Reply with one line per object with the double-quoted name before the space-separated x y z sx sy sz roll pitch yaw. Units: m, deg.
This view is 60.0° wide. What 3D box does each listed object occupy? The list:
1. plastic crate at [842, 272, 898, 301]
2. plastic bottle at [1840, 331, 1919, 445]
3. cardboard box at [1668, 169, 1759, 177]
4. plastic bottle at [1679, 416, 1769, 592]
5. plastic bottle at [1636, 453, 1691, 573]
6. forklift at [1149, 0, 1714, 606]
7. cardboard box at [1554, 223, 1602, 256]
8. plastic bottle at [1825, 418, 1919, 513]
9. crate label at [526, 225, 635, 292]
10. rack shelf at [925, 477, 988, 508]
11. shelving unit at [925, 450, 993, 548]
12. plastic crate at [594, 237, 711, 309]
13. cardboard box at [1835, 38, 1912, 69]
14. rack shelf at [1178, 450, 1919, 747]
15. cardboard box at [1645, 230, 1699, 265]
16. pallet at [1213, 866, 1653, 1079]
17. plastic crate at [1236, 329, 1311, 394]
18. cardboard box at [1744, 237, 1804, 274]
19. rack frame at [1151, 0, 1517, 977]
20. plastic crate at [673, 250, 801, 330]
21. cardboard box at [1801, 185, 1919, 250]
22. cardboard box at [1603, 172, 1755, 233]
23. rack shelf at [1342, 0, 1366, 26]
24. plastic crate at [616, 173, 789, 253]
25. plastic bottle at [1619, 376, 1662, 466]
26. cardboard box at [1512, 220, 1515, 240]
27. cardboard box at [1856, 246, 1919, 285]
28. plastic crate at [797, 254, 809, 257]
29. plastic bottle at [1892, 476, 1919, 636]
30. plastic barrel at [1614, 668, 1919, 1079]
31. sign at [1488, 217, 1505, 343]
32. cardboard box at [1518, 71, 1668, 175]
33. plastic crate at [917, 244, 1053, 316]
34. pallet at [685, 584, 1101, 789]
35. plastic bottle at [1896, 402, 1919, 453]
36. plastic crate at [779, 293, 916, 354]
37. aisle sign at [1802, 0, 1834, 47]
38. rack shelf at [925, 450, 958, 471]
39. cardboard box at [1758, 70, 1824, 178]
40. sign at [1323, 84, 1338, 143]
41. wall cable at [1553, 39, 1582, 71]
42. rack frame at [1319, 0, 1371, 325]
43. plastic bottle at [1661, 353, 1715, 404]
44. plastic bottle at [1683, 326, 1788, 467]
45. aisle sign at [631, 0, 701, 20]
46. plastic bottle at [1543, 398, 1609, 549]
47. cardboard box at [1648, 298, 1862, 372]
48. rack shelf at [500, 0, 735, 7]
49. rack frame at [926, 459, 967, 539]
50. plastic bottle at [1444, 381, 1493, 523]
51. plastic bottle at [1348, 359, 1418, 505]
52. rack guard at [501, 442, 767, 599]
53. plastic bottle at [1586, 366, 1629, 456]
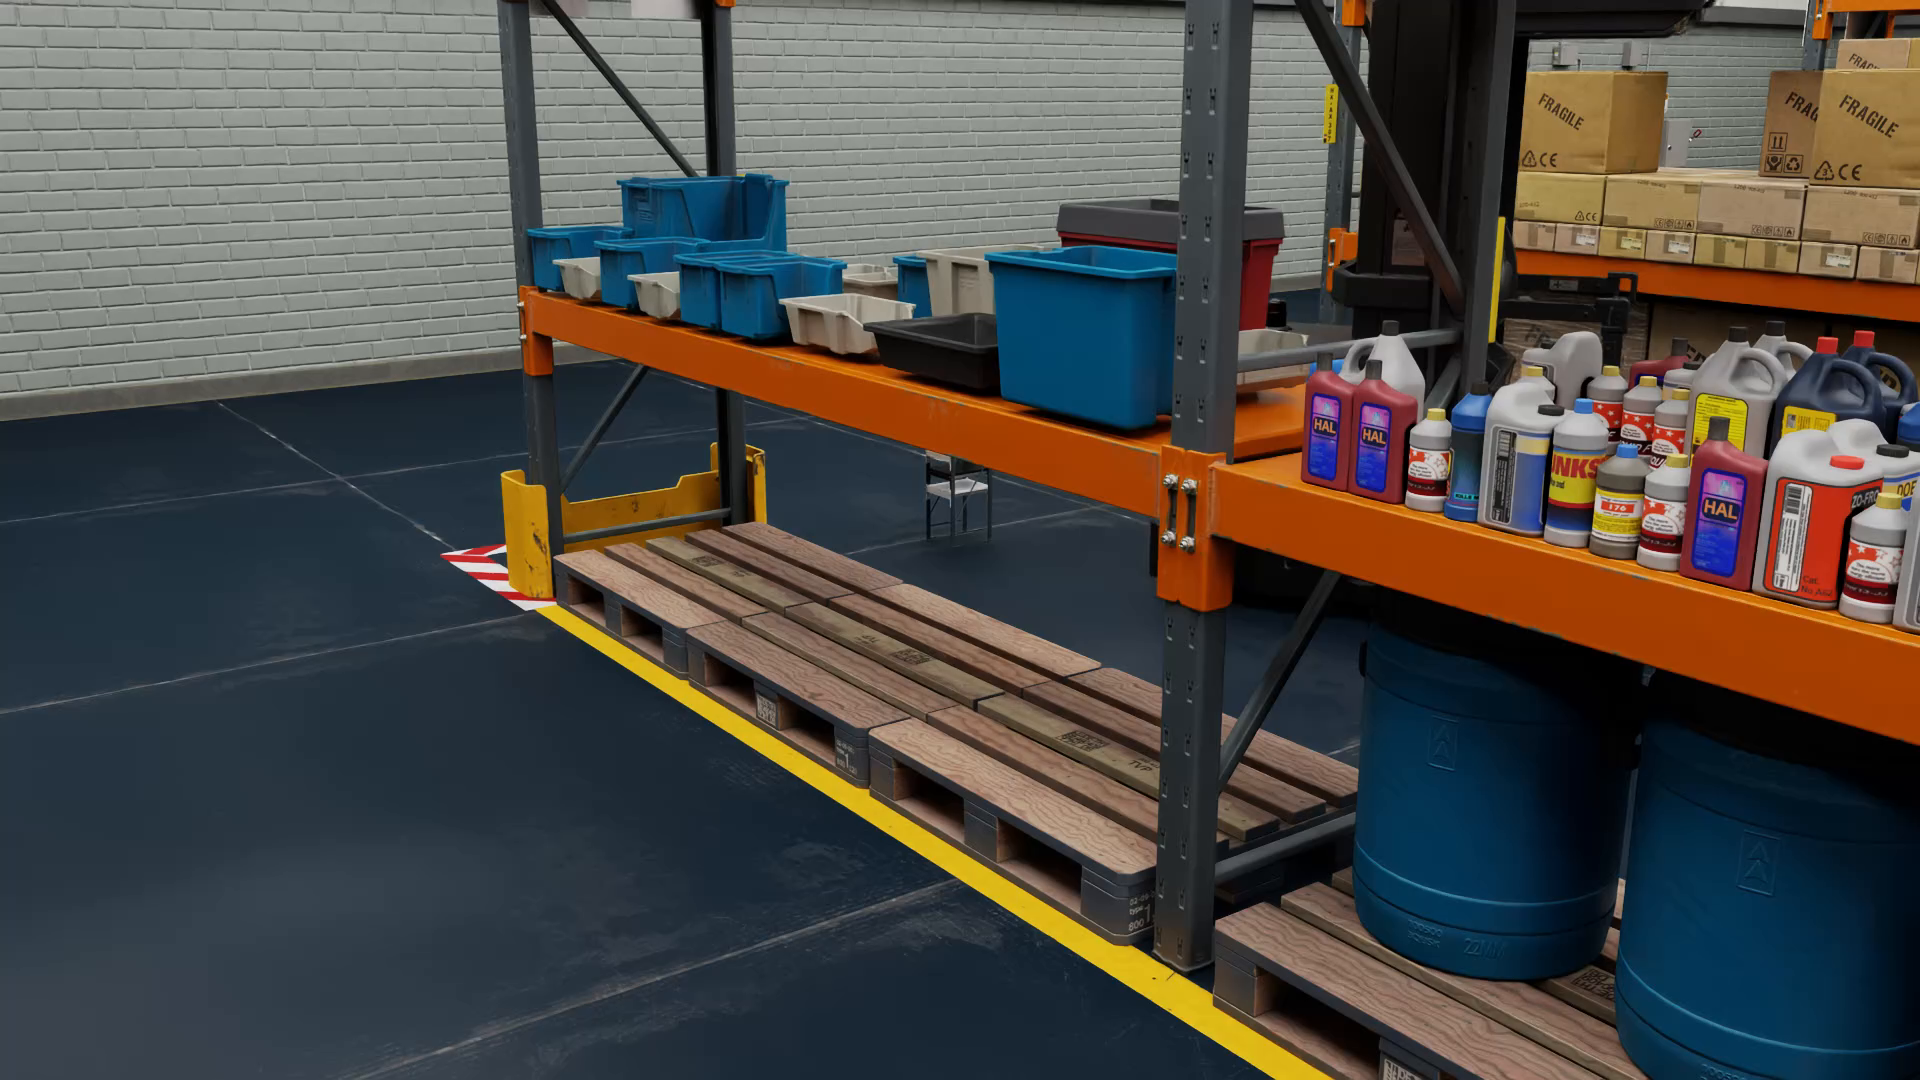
"plastic crate" -0.268 -0.884 6.011 0.298 0.136 0.250 -11 19 -35
"plastic bottle" 1.841 -0.246 3.386 0.144 0.351 0.185 -11 19 -35
"cardboard box" 3.988 -1.759 8.541 0.500 0.250 0.500 -11 19 -34
"plastic bottle" 1.320 -0.064 2.850 0.061 0.283 0.133 -11 19 -35
"plastic bottle" 1.267 -0.052 2.961 0.097 0.201 0.097 0 15 0
"forklift" 2.392 -1.152 6.733 3.031 2.935 1.130 6 17 22
"cardboard box" 3.281 -1.555 8.552 0.380 0.149 0.250 -11 19 -35
"plastic bottle" 1.558 -0.063 2.858 0.152 0.276 0.135 -11 19 -35
"crate label" -1.546 -1.153 6.811 0.416 0.233 0.303 -11 19 -35
"rack shelf" -0.005 -0.230 8.020 0.258 0.077 0.200 -11 19 -35
"shelving unit" -0.005 -0.436 7.964 0.258 0.900 0.210 -11 19 -35
"plastic crate" -1.159 -1.013 6.297 0.416 0.233 0.300 -11 19 -35
"cardboard box" 6.702 -3.363 12.034 0.500 0.500 0.500 -11 19 -35
"rack shelf" 2.103 0.319 2.590 1.077 0.370 4.000 -11 19 -35
"cardboard box" 3.584 -1.445 8.151 0.380 0.149 0.250 -10 18 -34
"pallet" 1.347 1.062 3.798 1.003 0.211 1.213 -11 19 -35
"plastic crate" 0.769 -0.478 4.526 0.396 0.136 0.243 -11 19 -35
"cardboard box" 3.884 -1.336 7.752 0.380 0.149 0.250 -10 18 -34
"rack frame" 0.927 -0.455 4.055 1.000 3.000 0.127 -11 19 -35
"plastic crate" -0.772 -0.872 5.784 0.416 0.233 0.300 -11 19 -35
"cardboard box" 4.155 -1.458 7.443 0.500 0.250 0.500 -10 18 -33
"cardboard box" 3.560 -1.676 8.238 0.500 0.250 0.500 -11 19 -36
"rack shelf" 3.757 -2.750 8.124 1.077 0.370 4.000 -11 19 -35
"plastic crate" -1.077 -1.312 7.008 0.616 0.435 0.499 -11 19 -35
"plastic bottle" 1.540 -0.266 3.744 0.097 0.201 0.097 0 15 0
"cardboard box" 2.980 -1.665 8.952 0.380 0.149 0.250 -11 19 -35
"cardboard box" 4.187 -1.226 7.351 0.380 0.149 0.250 -11 19 -35
"plastic crate" -0.799 -1.065 6.669 0.396 0.136 0.243 -11 19 -35
"plastic bottle" 1.572 0.010 2.591 0.152 0.276 0.135 -11 19 -35
"plastic barrel" 1.649 0.625 3.290 0.600 0.901 0.708 -11 19 -35
"sign" 1.373 -0.673 4.329 0.100 0.325 0.005 -11 19 -35
"cardboard box" 3.249 -2.150 8.548 0.500 0.500 0.500 -11 19 -36
"plastic crate" 0.178 -0.781 5.359 0.437 0.282 0.530 -11 19 -35
"pallet" -0.258 0.479 5.928 1.003 0.211 1.213 -11 19 -35
"plastic bottle" 1.842 -0.150 3.184 0.097 0.271 0.097 0 15 0
"plastic crate" -0.340 -0.682 5.270 0.293 0.136 0.466 -11 19 -35
"aisle sign" 6.367 -4.049 12.263 0.394 0.787 0.004 -11 19 -35
"rack shelf" -0.005 -0.404 7.972 0.258 0.077 0.200 -11 19 -35
"cardboard box" 4.266 -2.015 8.056 0.500 0.500 0.500 -12 19 -36
"sign" 2.129 -2.449 9.550 0.100 0.325 0.005 -11 19 -35
"wall cable" 7.263 -5.321 19.853 0.585 1.953 0.123 -11 19 -35
"rack frame" 2.582 -2.078 9.985 1.000 3.000 0.127 -11 19 -35
"plastic bottle" 1.635 -0.283 3.663 0.152 0.276 0.135 -11 19 -35
"plastic bottle" 1.616 -0.263 3.449 0.144 0.351 0.185 -11 19 -35
"aisle sign" -1.230 -2.624 7.055 0.394 0.787 0.004 -11 19 -35
"plastic bottle" 1.152 -0.128 3.104 0.097 0.271 0.097 0 15 0
"cardboard box" 4.081 -0.747 8.352 0.875 0.875 0.875 -11 19 -35
"rack shelf" -0.249 -1.982 5.315 1.077 0.370 4.000 -11 19 -35
"rack frame" -0.065 -0.457 8.043 0.240 0.900 0.006 -11 19 -35
"plastic bottle" 1.016 -0.177 3.285 0.097 0.271 0.097 0 15 0
"plastic bottle" 0.876 -0.225 3.439 0.061 0.283 0.133 -11 19 -35
"rack guard" -1.449 -0.106 7.517 1.175 0.500 0.348 -11 19 -35
"plastic bottle" 1.511 -0.304 3.882 0.097 0.201 0.097 0 15 0
